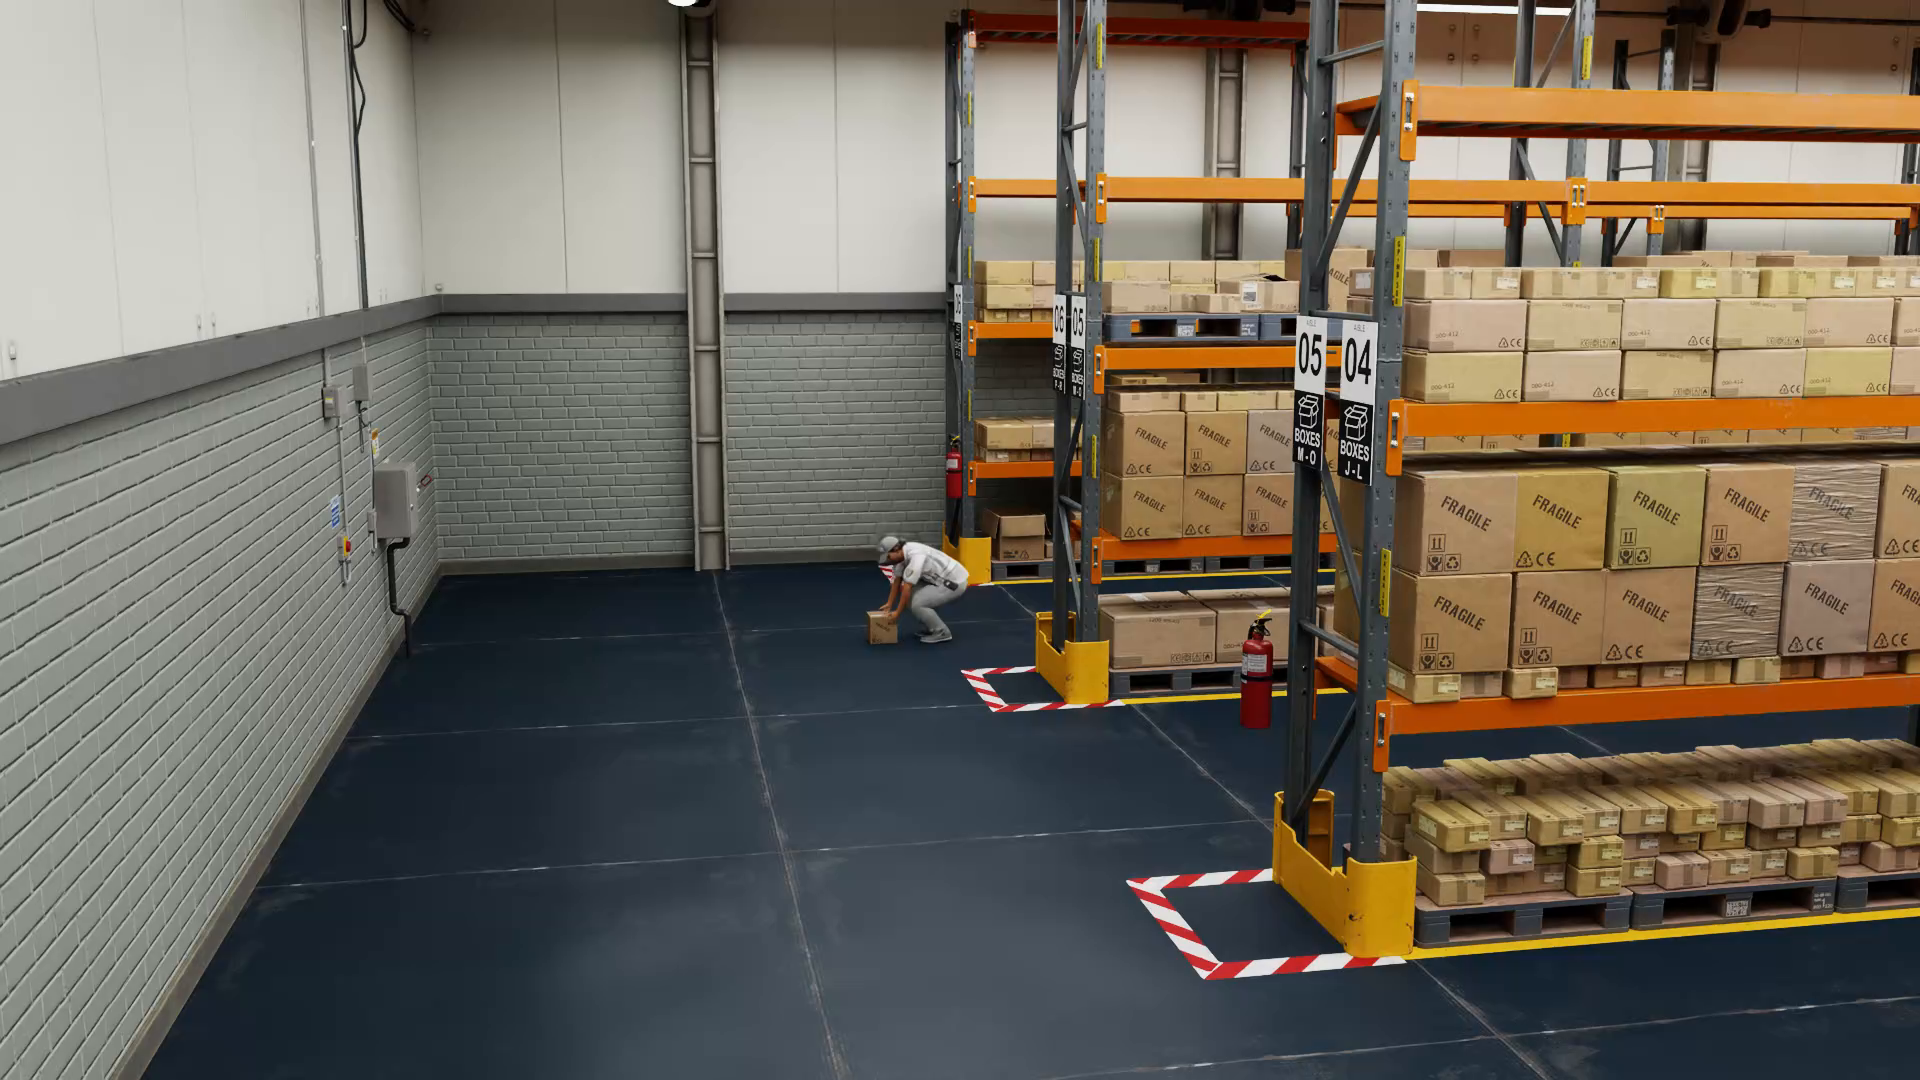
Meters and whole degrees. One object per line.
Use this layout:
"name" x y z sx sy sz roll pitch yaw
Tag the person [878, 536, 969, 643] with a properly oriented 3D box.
"person" -0.339 0.438 15.346 0.847 0.992 0.527 -2 10 -11
